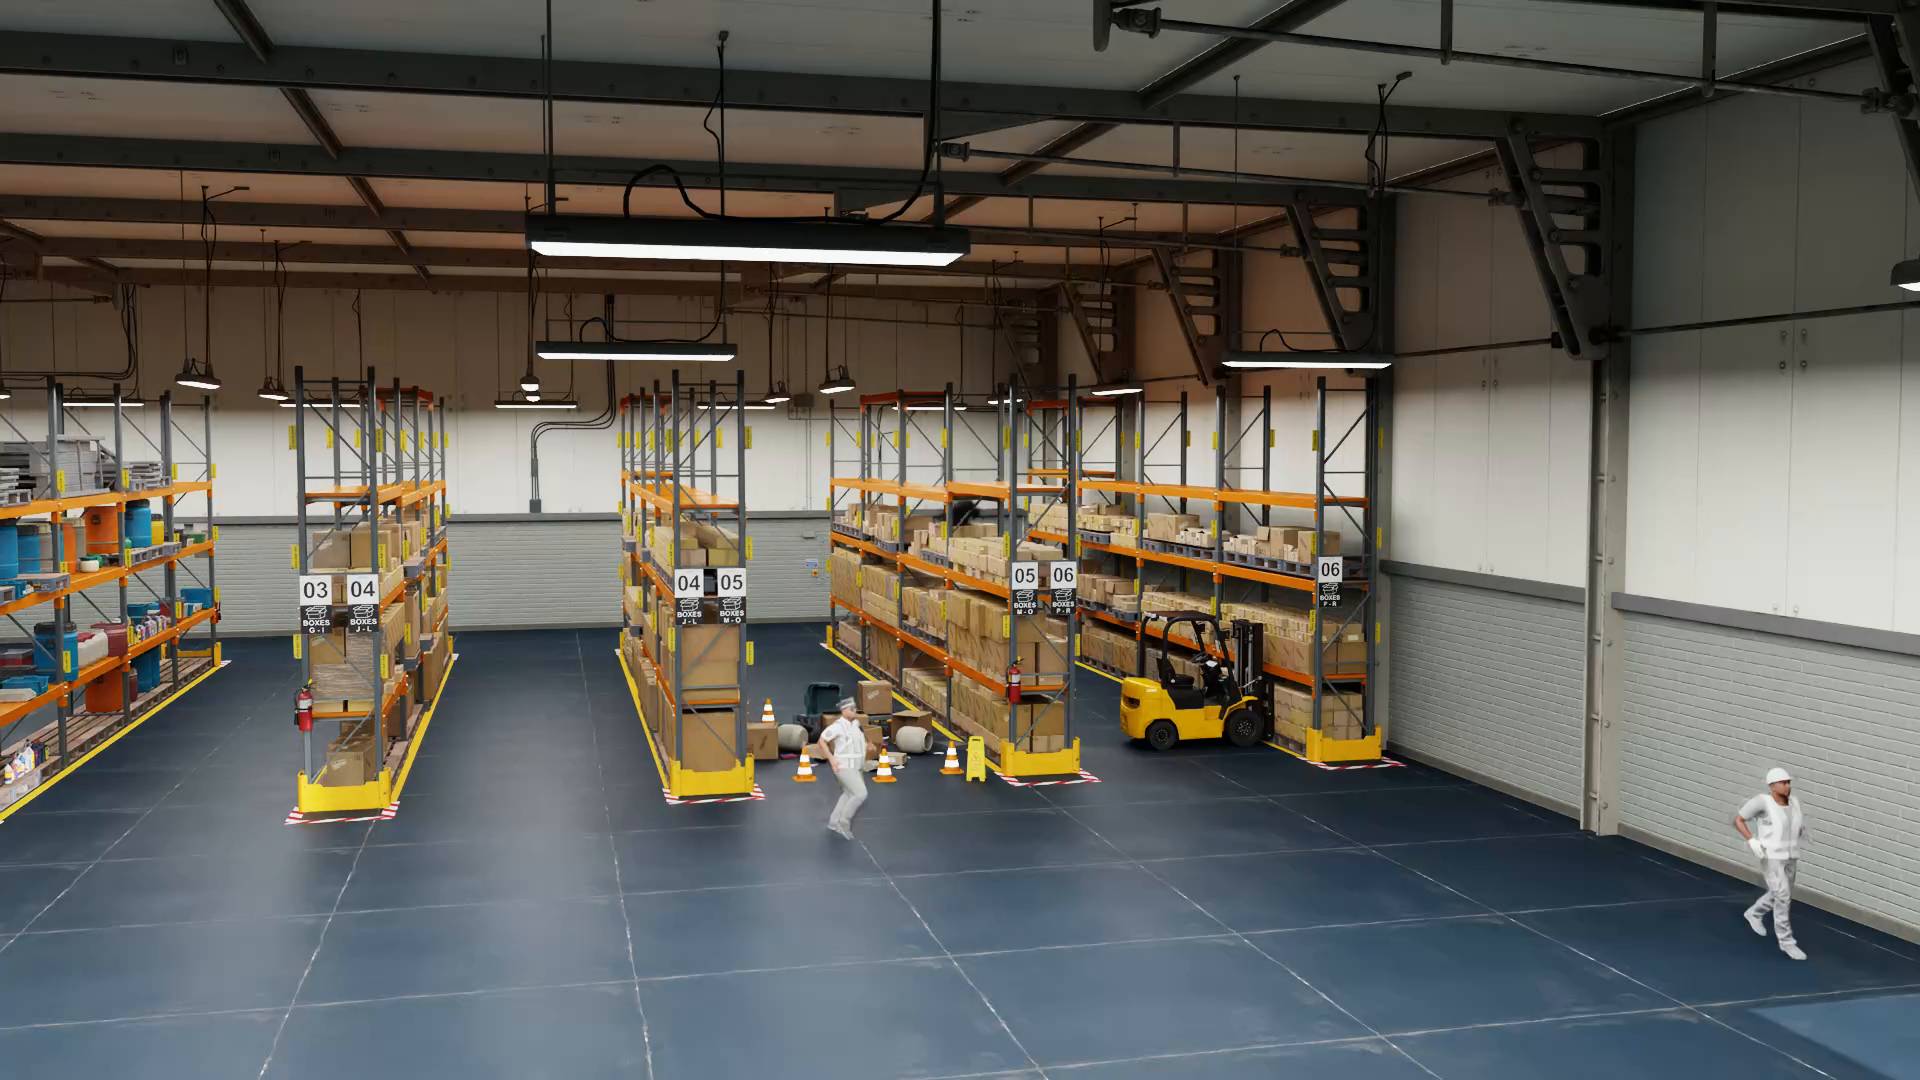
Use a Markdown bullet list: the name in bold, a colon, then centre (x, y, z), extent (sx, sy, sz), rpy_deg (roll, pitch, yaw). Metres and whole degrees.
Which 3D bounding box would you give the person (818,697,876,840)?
- **person**: centre (-1.373, 2.874, 20.954), extent (0.703, 1.802, 0.636), rpy_deg (1, 4, 23)

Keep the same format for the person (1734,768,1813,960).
- **person**: centre (8.018, 3.126, 16.350), extent (0.678, 1.792, 0.860), rpy_deg (-1, 4, -20)

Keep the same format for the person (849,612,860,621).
- **person**: centre (-2.560, 1.699, 41.769), extent (0.619, 1.609, 0.759), rpy_deg (0, 3, 4)
